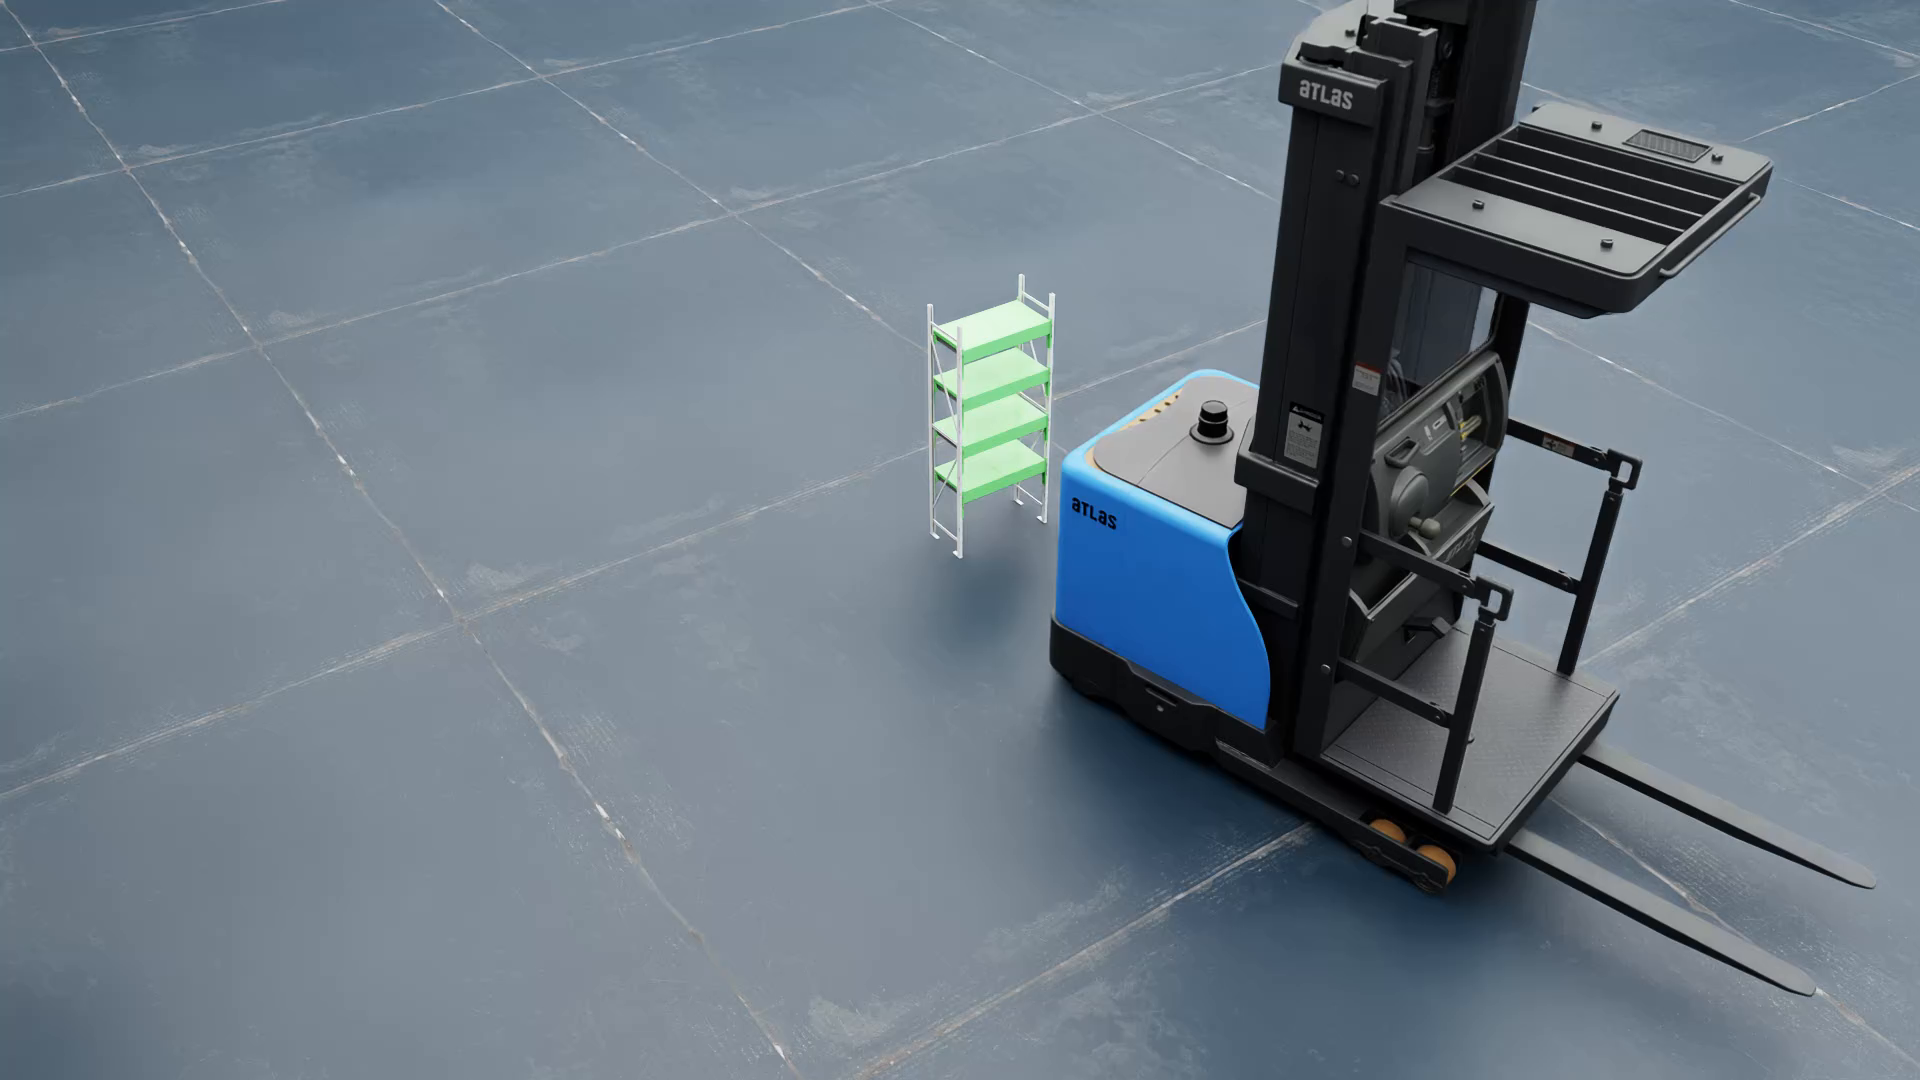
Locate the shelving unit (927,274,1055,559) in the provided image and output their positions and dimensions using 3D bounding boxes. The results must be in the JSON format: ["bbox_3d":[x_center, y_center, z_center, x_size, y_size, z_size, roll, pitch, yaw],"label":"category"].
[{"bbox_3d":[0.135,-0.543,7.477,0.503,1.200,0.258,-22,41,-28],"label":"shelving unit"}]

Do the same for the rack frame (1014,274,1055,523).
[{"bbox_3d":[0.335,-0.625,7.591,0.015,1.200,0.240,-22,41,-28],"label":"rack frame"}]

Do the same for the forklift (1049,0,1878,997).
[{"bbox_3d":[1.813,-0.274,5.621,3.031,2.935,1.130,27,44,32],"label":"forklift"}]

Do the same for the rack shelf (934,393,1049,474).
[{"bbox_3d":[0.135,-0.491,7.514,0.480,0.148,0.258,-22,41,-28],"label":"rack shelf"}]

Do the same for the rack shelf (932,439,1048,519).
[{"bbox_3d":[0.135,-0.296,7.655,0.480,0.148,0.258,-22,41,-28],"label":"rack shelf"}]

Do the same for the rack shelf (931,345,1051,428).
[{"bbox_3d":[0.135,-0.686,7.374,0.480,0.148,0.258,-22,41,-28],"label":"rack shelf"}]

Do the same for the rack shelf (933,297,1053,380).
[{"bbox_3d":[0.135,-0.881,7.234,0.480,0.148,0.258,-22,41,-28],"label":"rack shelf"}]

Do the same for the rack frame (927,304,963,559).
[{"bbox_3d":[-0.064,-0.461,7.363,0.015,1.200,0.240,-22,41,-28],"label":"rack frame"}]
